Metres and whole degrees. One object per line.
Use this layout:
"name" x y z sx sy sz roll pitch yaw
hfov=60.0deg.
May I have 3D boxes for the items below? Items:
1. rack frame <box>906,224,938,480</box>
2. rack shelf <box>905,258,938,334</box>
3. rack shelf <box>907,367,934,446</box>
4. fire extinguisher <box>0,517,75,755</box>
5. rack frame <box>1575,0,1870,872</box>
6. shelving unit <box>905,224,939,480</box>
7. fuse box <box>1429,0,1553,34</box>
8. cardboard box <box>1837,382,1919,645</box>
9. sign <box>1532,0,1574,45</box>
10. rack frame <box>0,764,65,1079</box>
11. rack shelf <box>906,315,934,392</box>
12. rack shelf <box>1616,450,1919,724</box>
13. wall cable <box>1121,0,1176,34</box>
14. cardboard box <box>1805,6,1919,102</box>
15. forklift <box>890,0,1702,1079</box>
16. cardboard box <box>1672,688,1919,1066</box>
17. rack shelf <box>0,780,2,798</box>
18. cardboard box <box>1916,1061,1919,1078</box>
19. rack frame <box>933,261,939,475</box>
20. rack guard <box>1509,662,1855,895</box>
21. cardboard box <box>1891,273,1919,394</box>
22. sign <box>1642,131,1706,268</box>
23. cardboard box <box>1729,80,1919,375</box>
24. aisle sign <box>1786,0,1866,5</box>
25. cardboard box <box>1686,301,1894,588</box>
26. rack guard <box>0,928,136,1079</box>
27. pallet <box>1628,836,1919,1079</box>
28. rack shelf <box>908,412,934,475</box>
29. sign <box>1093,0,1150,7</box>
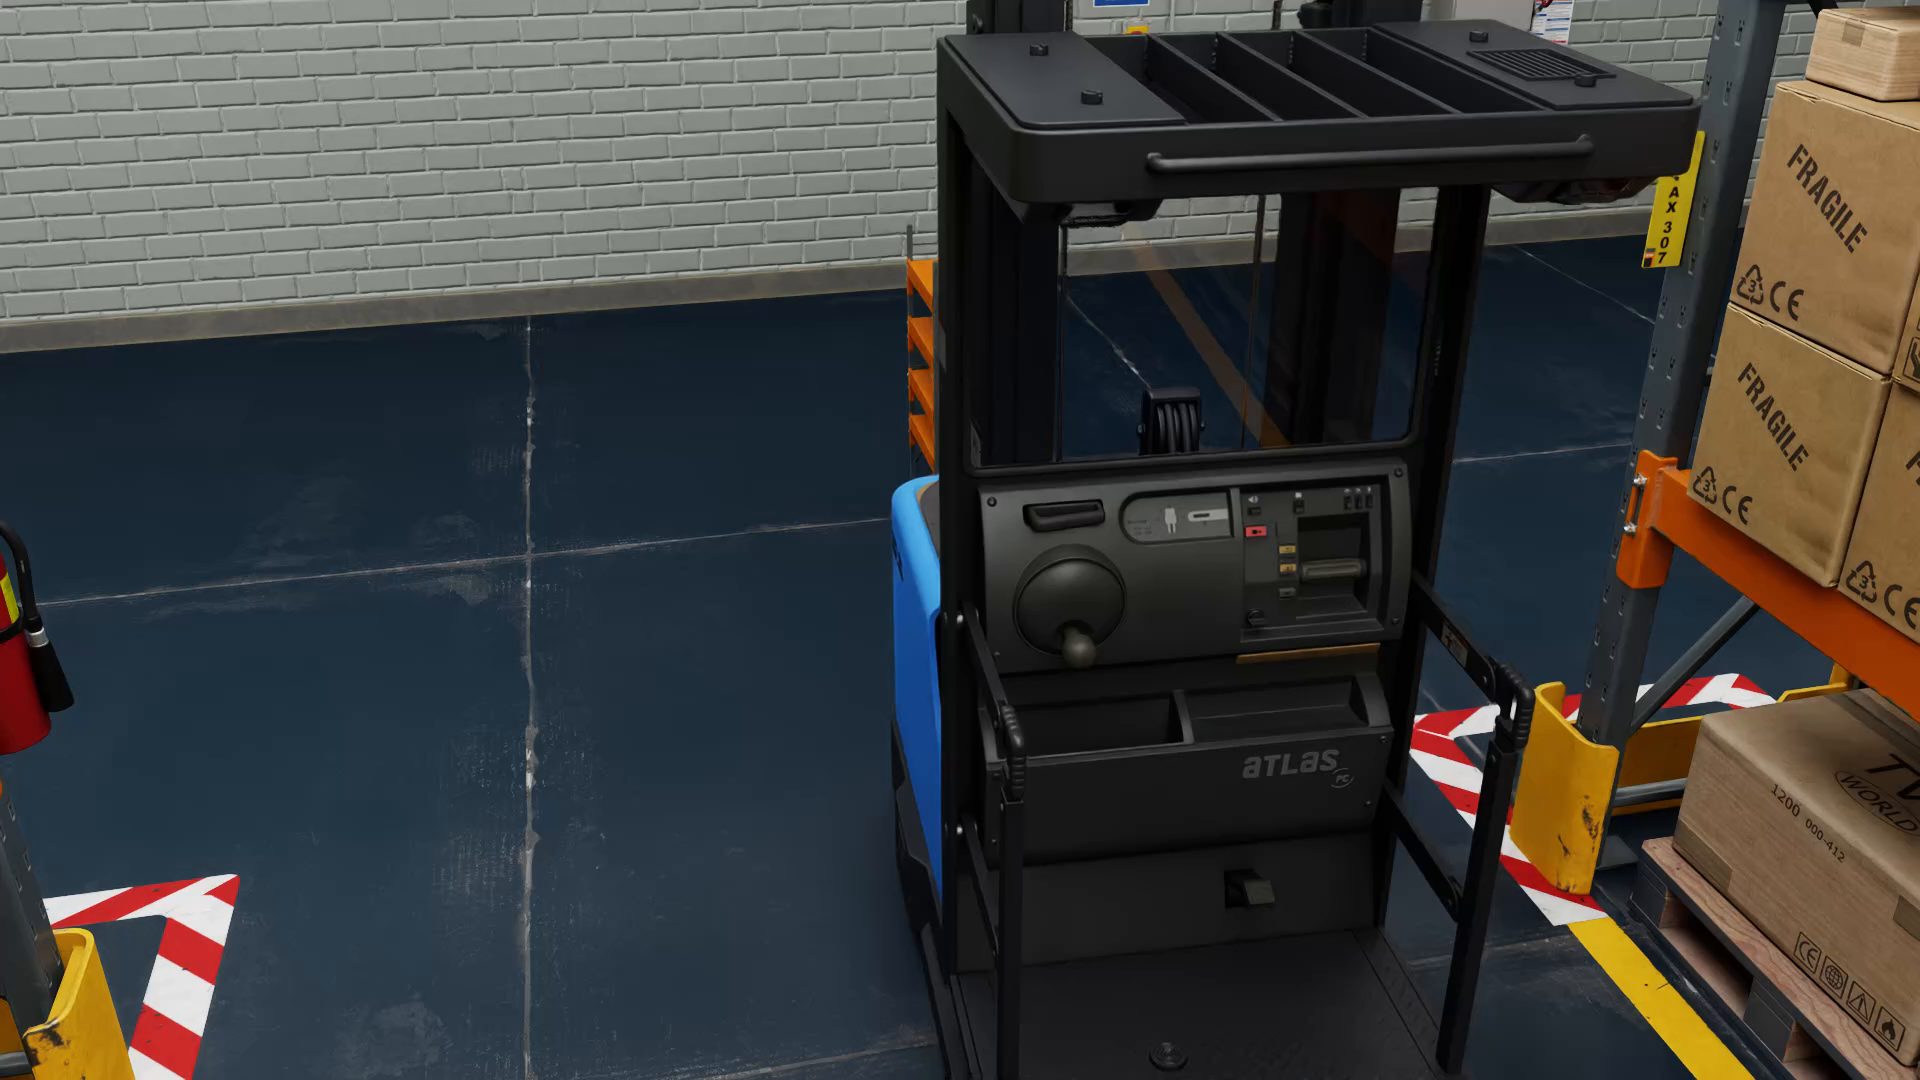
"rack frame" -0.092 -0.715 6.836 0.240 1.200 0.015 -6 27 -12
"rack shelf" -0.037 -0.959 6.447 0.258 0.148 0.480 -6 27 -12
"rack shelf" -0.037 -0.548 6.654 0.258 0.148 0.480 -6 27 -12
"fire extinguisher" -2.158 0.147 3.630 0.296 0.674 0.183 -6 27 -12
"rack frame" 2.250 -0.444 4.301 1.000 3.000 0.127 -6 27 -12
"shelving unit" -0.037 -0.608 6.624 0.258 1.200 0.503 -6 27 -12
"fuse box" 3.036 -2.491 9.787 0.539 1.711 0.414 -6 27 -12
"cardboard box" 2.219 -0.030 3.369 0.500 0.500 0.500 -6 27 -12
"sign" 3.470 -3.165 9.797 0.329 0.494 0.001 -6 27 -12
"rack frame" -2.554 0.103 3.216 0.949 2.616 0.053 -6 27 -12
"rack shelf" -0.037 -0.748 6.553 0.258 0.148 0.480 -6 27 -12
"rack shelf" 2.700 0.755 2.723 1.077 0.370 4.000 -6 27 -12
"wall cable" 0.956 -3.385 8.965 0.585 1.953 0.123 -6 27 -12
"cardboard box" 2.060 -1.041 3.542 0.380 0.149 0.250 -5 27 -11
"forklift" 0.541 0.088 3.322 1.130 2.935 3.031 -4 27 -8
"cardboard box" 2.496 0.792 4.230 0.875 0.438 0.875 -7 28 -13
"rack shelf" -2.100 1.302 1.640 1.077 0.370 4.000 -6 27 -12
"cardboard box" 2.710 1.193 3.435 0.875 0.438 0.875 -5 27 -10
"rack frame" 0.018 -0.501 6.411 0.240 1.200 0.015 -6 27 -12
"rack guard" 2.244 0.661 4.885 1.175 0.500 0.348 -6 27 -12
"cardboard box" 2.203 -0.469 3.130 0.500 0.500 0.500 -7 28 -13
"sign" 1.707 -0.812 3.982 0.100 0.325 0.005 -6 27 -12
"cardboard box" 2.080 -0.695 3.578 0.500 0.500 0.500 -7 28 -13
"aisle sign" 1.951 -1.607 3.719 0.394 0.787 0.004 -6 27 -12
"cardboard box" 2.078 -0.249 3.803 0.500 0.500 0.500 -6 27 -12
"rack guard" -2.533 1.252 3.714 1.175 0.500 0.348 -6 27 -12
"pallet" 2.506 1.144 4.250 1.003 0.211 1.213 -6 27 -12
"rack shelf" -0.037 -0.371 6.743 0.258 0.148 0.480 -6 27 -12
"sign" 0.895 -3.060 9.183 0.327 0.218 0.001 -6 27 -12
